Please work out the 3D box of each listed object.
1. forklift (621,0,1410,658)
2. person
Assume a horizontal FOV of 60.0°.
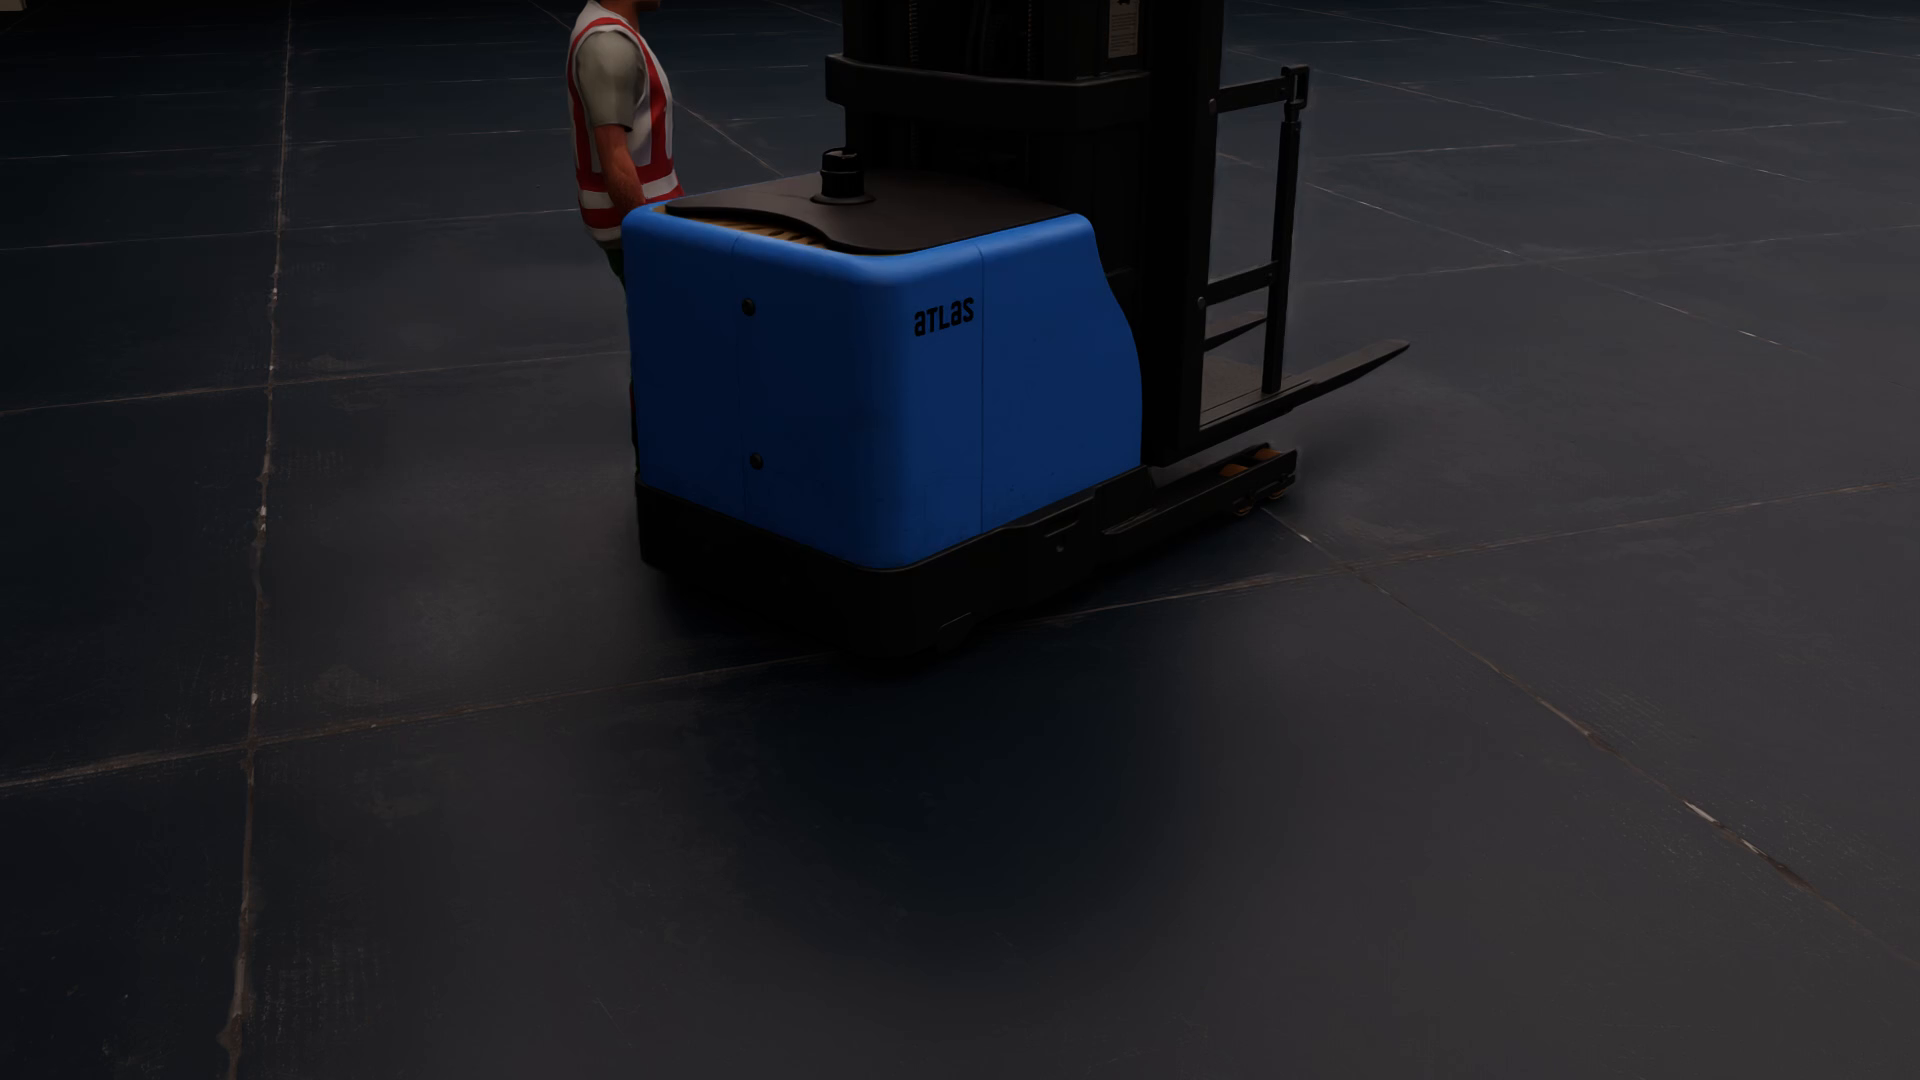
[{"bbox_3d":[0.442,-1.541,4.964,1.130,2.935,3.031,19,29,38],"label":"forklift"},{"bbox_3d":[-0.918,-0.947,5.029,0.462,1.789,0.694,-6,24,-14],"label":"person"}]
